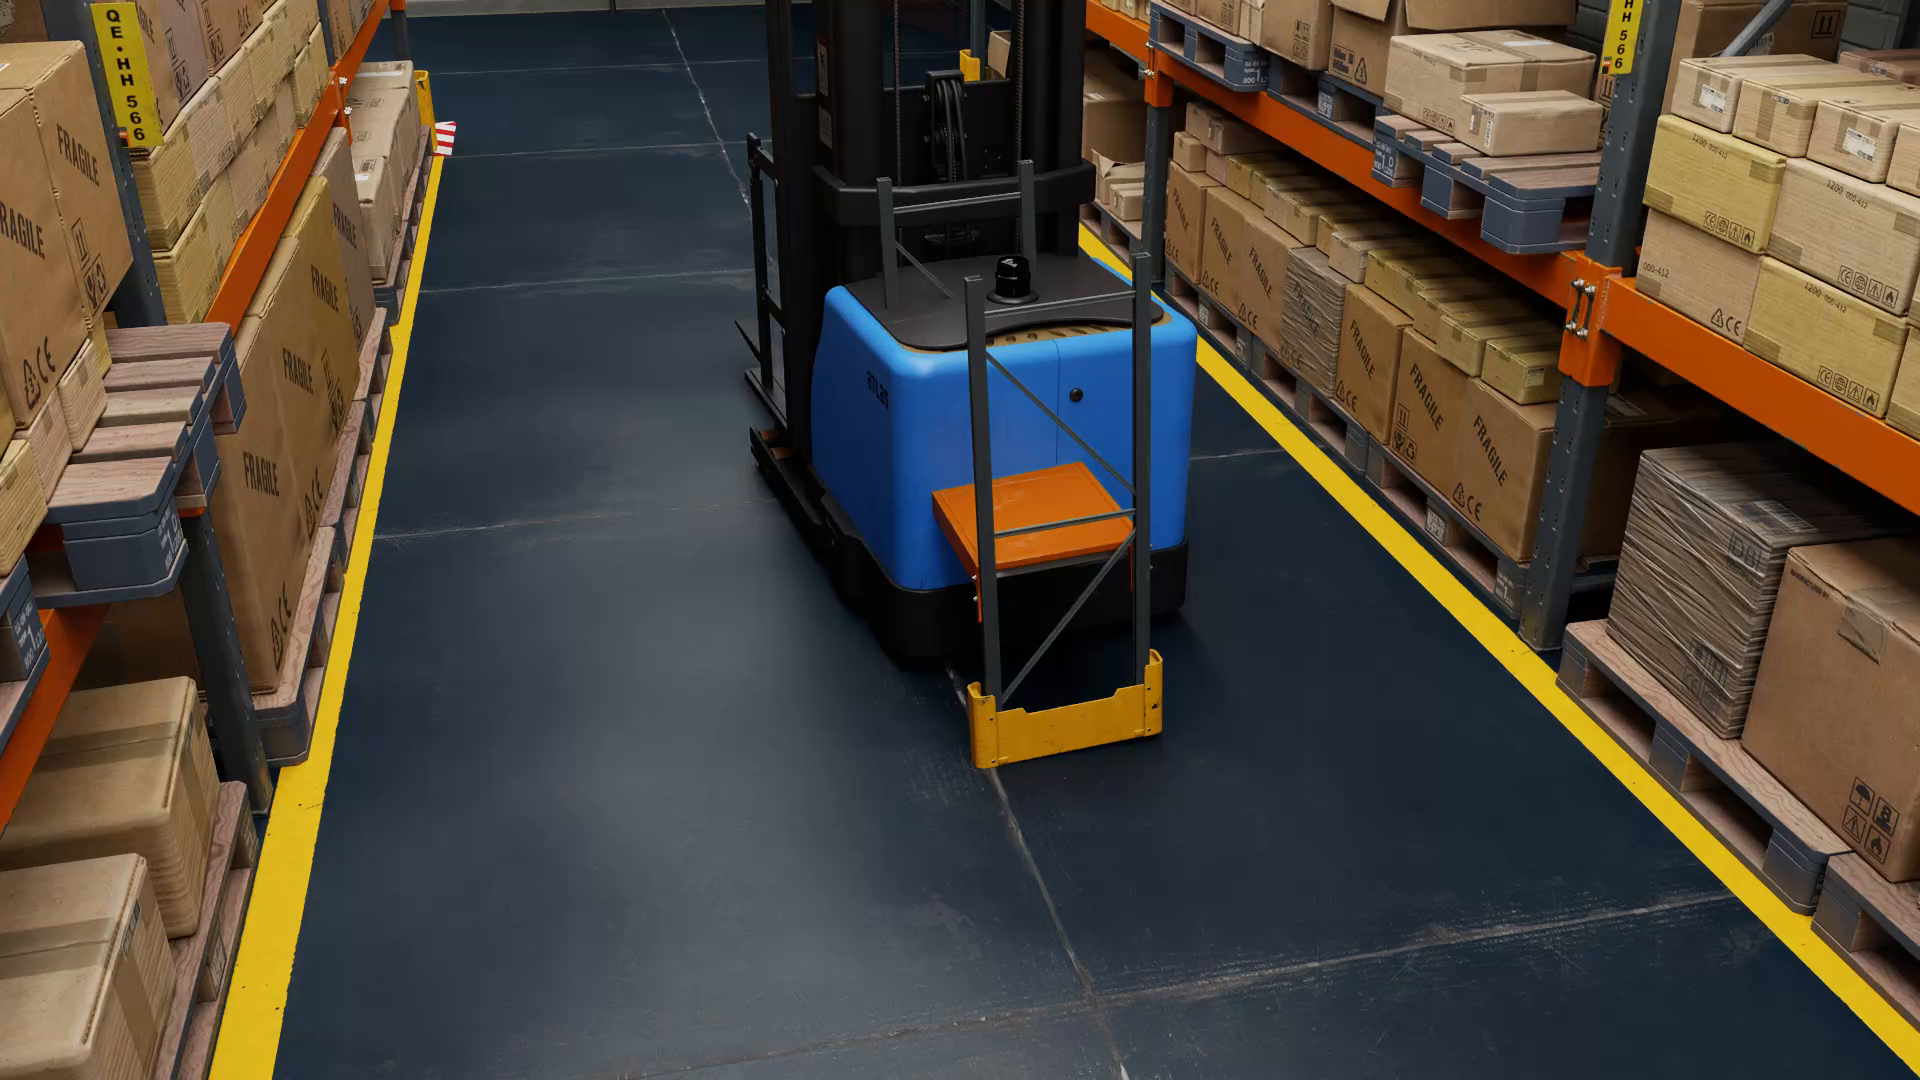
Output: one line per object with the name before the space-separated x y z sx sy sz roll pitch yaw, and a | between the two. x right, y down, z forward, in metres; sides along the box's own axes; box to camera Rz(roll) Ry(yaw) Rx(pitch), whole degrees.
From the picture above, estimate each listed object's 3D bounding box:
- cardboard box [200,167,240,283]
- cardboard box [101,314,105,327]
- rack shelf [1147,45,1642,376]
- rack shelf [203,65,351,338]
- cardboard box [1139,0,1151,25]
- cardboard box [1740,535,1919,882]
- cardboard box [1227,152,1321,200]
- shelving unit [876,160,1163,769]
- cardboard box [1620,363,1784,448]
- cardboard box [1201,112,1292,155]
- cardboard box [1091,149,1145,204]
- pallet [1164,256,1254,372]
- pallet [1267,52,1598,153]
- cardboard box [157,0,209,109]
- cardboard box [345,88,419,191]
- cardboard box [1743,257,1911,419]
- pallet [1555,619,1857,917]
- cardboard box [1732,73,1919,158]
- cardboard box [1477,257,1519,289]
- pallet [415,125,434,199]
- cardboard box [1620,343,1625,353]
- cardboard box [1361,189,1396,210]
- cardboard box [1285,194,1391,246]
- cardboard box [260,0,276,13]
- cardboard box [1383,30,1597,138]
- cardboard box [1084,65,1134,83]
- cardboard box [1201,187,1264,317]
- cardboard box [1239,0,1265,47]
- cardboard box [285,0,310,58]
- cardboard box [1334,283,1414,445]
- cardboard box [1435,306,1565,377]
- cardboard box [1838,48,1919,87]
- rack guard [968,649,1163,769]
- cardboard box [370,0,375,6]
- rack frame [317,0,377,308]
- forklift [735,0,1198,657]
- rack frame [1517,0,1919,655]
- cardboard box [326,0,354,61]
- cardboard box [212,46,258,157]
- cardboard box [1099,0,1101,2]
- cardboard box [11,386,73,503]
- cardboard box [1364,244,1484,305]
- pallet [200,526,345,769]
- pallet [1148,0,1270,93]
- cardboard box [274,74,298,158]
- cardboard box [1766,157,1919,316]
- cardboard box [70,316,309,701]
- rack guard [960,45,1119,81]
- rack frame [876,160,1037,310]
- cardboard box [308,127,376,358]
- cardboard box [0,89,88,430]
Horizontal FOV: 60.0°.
cardboard box | -2.454 -0.930 4.930 0.500 0.250 0.500 -7 28 -13
cardboard box | -2.153 -0.488 3.701 0.380 0.149 0.250 -5 27 -10
rack shelf | 1.928 -1.595 6.880 1.077 0.370 4.000 -6 27 -12
rack shelf | -2.907 -1.090 5.878 1.077 0.370 4.000 -6 27 -12
cardboard box | 1.159 -2.797 8.741 0.380 0.149 0.250 -6 27 -11
cardboard box | 2.661 0.395 4.307 0.875 0.625 0.625 -5 27 -10
cardboard box | 1.506 -1.746 7.968 0.380 0.149 0.250 -7 28 -14
shelving unit | 0.154 -0.268 5.086 0.587 1.500 1.083 -10 28 -12
cardboard box | 2.557 -0.324 5.870 0.500 0.500 0.500 -5 27 -10
cardboard box | 1.404 -1.995 8.131 0.380 0.149 0.250 -7 28 -14
cardboard box | 0.985 -2.133 9.715 0.396 0.266 0.258 -5 27 -10
pallet | 1.698 -1.196 8.386 1.003 0.211 1.213 -6 27 -12
pallet | 1.936 -1.806 6.712 1.003 0.211 1.213 -6 27 -12
cardboard box | -2.450 -1.482 4.637 0.500 0.500 0.500 -6 27 -11
cardboard box | -3.799 -2.408 10.069 0.875 0.438 0.875 -5 27 -10
cardboard box | 2.349 -0.531 4.139 0.500 0.250 0.500 -7 28 -13
pallet | 2.526 0.572 4.883 1.003 0.211 1.213 -6 27 -12
cardboard box | 2.225 -1.086 4.242 0.380 0.149 0.250 -5 27 -10
cardboard box | 2.320 -1.119 6.726 0.380 0.149 0.250 -7 28 -13
pallet | -4.003 -2.457 10.883 1.003 0.211 1.213 -6 27 -12
cardboard box | 2.531 -0.780 6.054 0.380 0.149 0.250 -5 27 -10
cardboard box | 2.062 -1.566 7.613 0.380 0.149 0.250 -5 27 -10
cardboard box | 1.654 -1.404 7.292 0.380 0.149 0.250 -5 27 -10
cardboard box | -2.793 -2.158 5.976 0.500 0.500 0.500 -5 27 -10
cardboard box | 1.826 -1.589 5.770 0.500 0.250 0.500 -7 28 -14
cardboard box | 0.798 -2.723 10.623 0.500 0.500 0.500 -5 27 -11
cardboard box | 1.497 -1.398 7.999 0.500 0.500 0.500 -6 27 -12
cardboard box | 1.417 -2.273 7.108 0.396 0.266 0.258 -5 27 -9
cardboard box | -2.902 -2.058 6.609 0.500 0.250 0.500 -5 27 -10
cardboard box | 1.851 -0.724 6.664 0.500 0.500 0.500 -5 27 -9
cardboard box | 1.929 -0.707 5.911 0.380 0.149 0.250 -7 28 -14
cardboard box | 2.649 -1.250 4.568 0.380 0.149 0.250 -5 27 -10
rack guard | 0.317 0.502 4.948 0.587 0.250 0.087 -10 28 -12
cardboard box | -3.540 -3.233 9.215 0.500 0.500 0.500 -5 27 -10
rack frame | -3.358 -2.289 7.456 1.000 3.000 0.127 -6 27 -12
forklift | -0.217 -1.574 6.116 1.130 2.935 3.031 -9 28 -18
rack frame | 2.379 -1.039 4.979 1.000 3.000 0.127 -6 27 -12
cardboard box | -3.208 -2.566 7.894 0.500 0.500 0.500 -5 27 -10
cardboard box | -2.546 -1.384 5.274 0.500 0.250 0.500 -6 27 -12
cardboard box | 0.965 -3.138 9.418 0.380 0.149 0.250 -5 27 -10
cardboard box | -1.873 -0.160 3.052 0.380 0.149 0.250 -7 28 -14
cardboard box | 1.841 -1.057 6.604 0.380 0.149 0.250 -6 27 -12
pallet | -2.561 0.358 5.306 1.003 0.211 1.213 -6 27 -12
pallet | 1.551 -2.347 7.784 1.003 0.211 1.213 -6 27 -12
cardboard box | -2.802 -1.603 6.264 0.500 0.250 0.500 -7 28 -13
cardboard box | 2.353 -0.755 4.029 0.500 0.250 0.500 -5 27 -10
cardboard box | -2.531 -0.083 4.978 0.875 0.875 0.875 -6 27 -12
rack guard | 0.593 -3.401 12.434 1.175 0.500 0.348 -6 27 -12
rack frame | 0.022 -0.486 5.516 0.500 1.500 0.032 -10 28 -12
cardboard box | -3.140 -1.264 7.317 0.875 0.875 0.875 -5 27 -10
cardboard box | -1.956 -0.501 3.006 0.500 0.500 0.500 -6 27 -12
